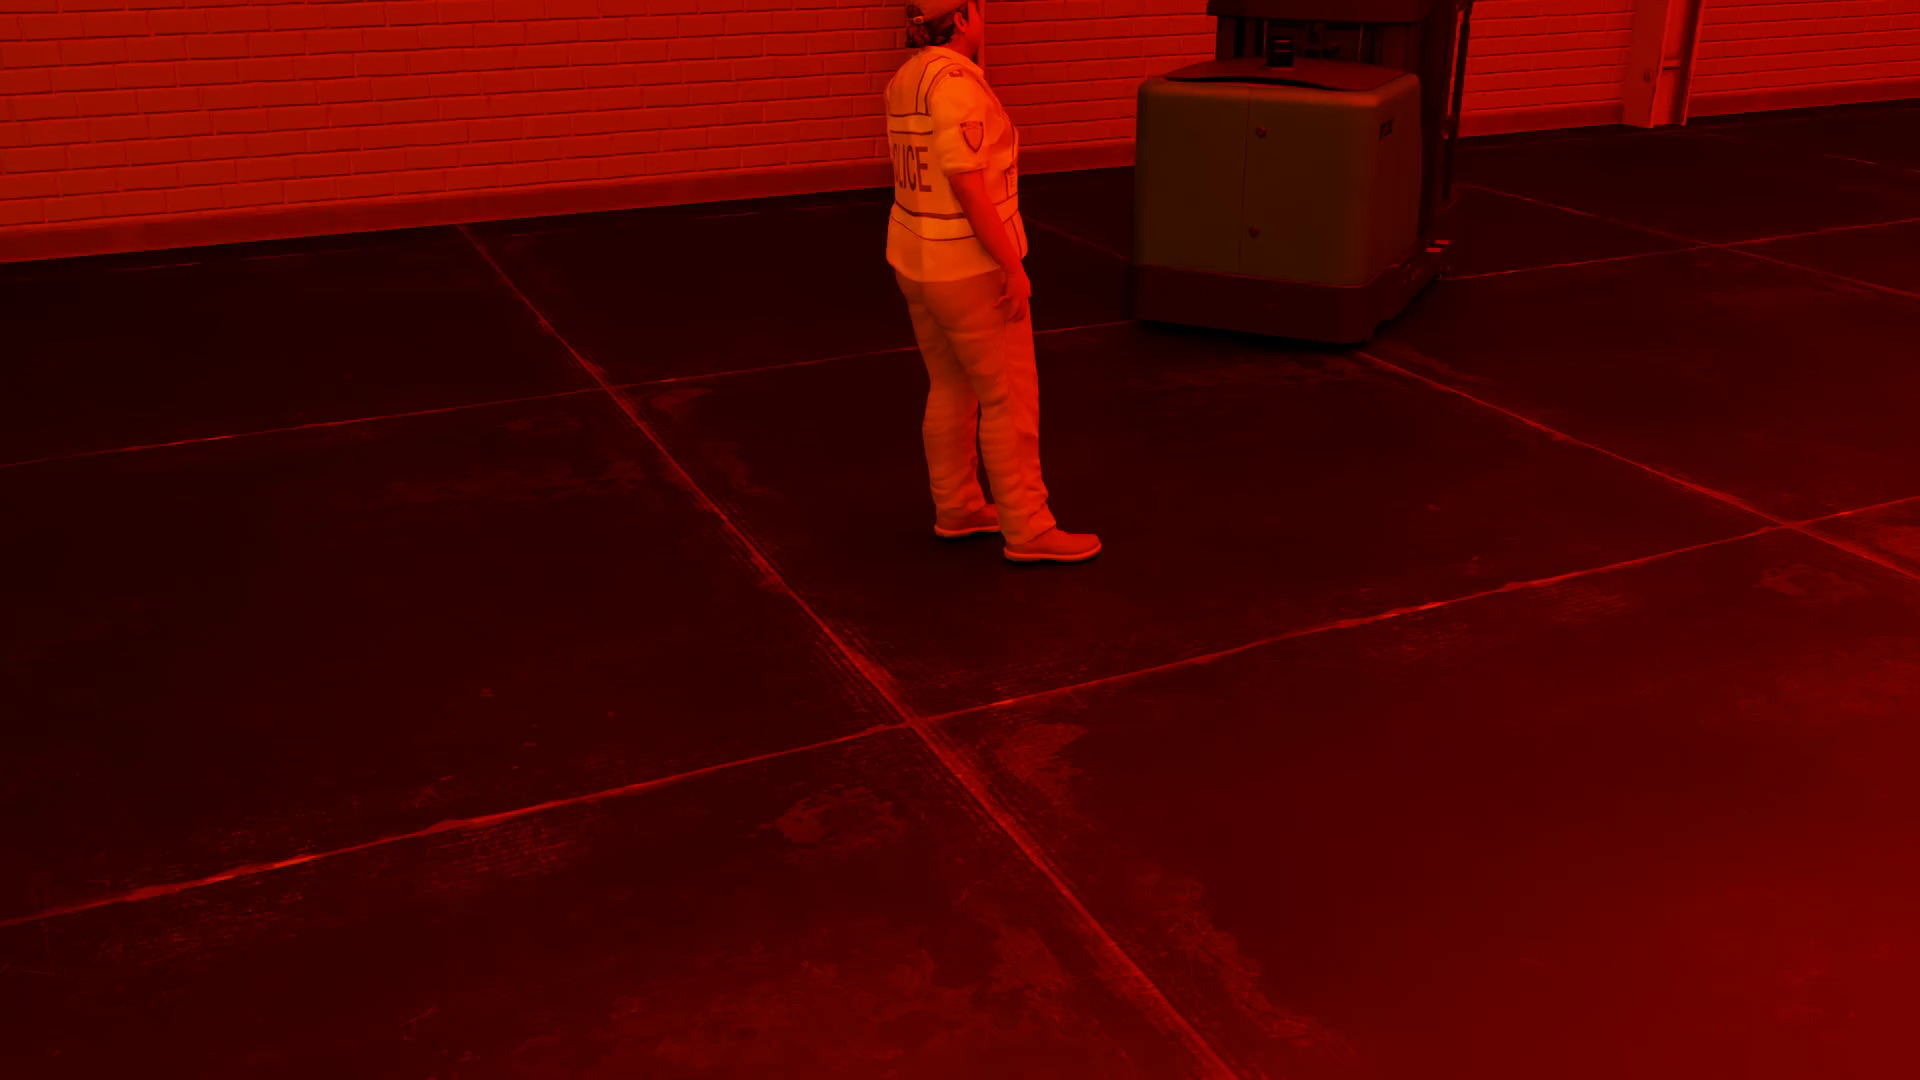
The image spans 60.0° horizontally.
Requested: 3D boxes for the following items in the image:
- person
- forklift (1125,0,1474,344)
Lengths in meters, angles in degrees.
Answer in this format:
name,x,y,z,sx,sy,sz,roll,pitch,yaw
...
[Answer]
name,x,y,z,sx,sy,sz,roll,pitch,yaw
person,0.080,-0.781,4.795,0.527,1.670,0.598,-10,25,-23
forklift,1.839,-2.693,7.769,1.130,2.935,3.031,11,25,24
